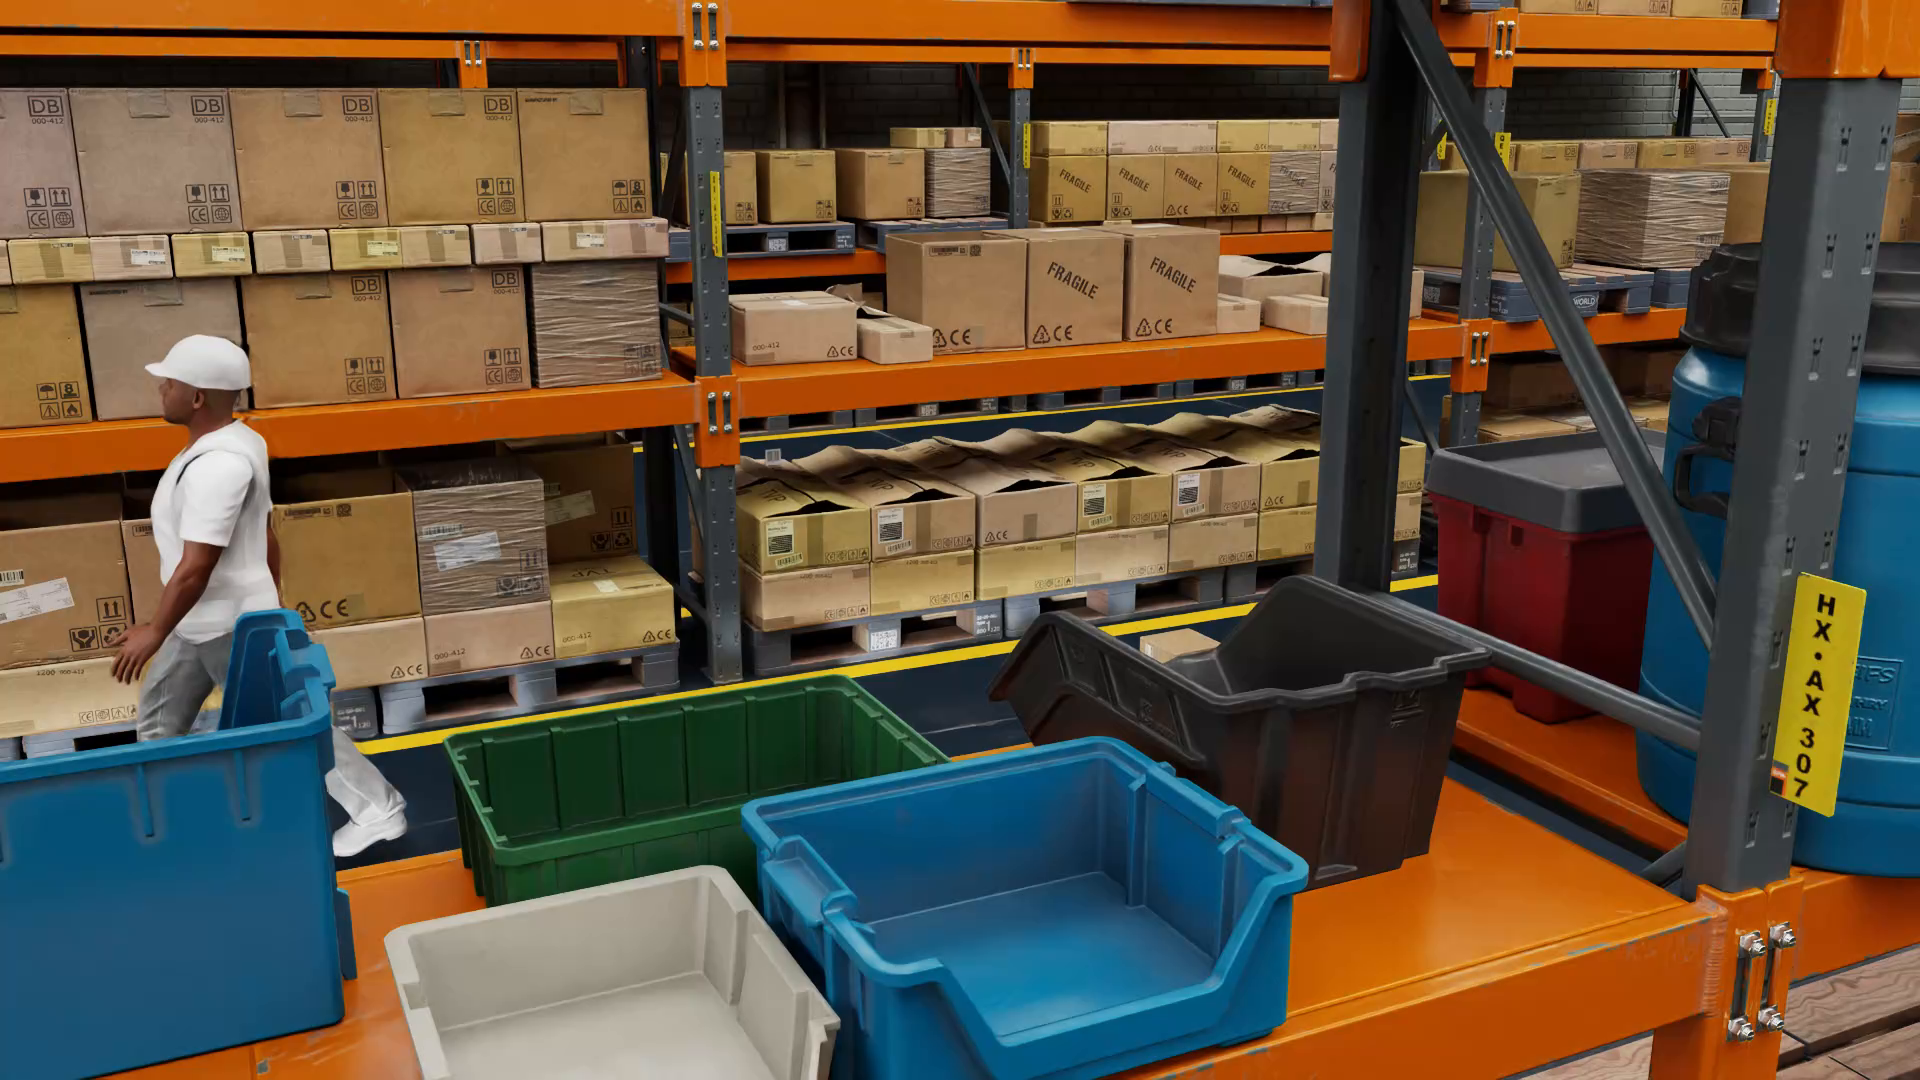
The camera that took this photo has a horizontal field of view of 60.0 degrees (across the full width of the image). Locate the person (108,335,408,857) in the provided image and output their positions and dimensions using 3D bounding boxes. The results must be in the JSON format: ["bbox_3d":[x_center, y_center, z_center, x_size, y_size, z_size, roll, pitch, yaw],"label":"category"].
[{"bbox_3d":[-2.321,0.234,5.119,1.057,1.722,0.561,-7,17,-25],"label":"person"}]
